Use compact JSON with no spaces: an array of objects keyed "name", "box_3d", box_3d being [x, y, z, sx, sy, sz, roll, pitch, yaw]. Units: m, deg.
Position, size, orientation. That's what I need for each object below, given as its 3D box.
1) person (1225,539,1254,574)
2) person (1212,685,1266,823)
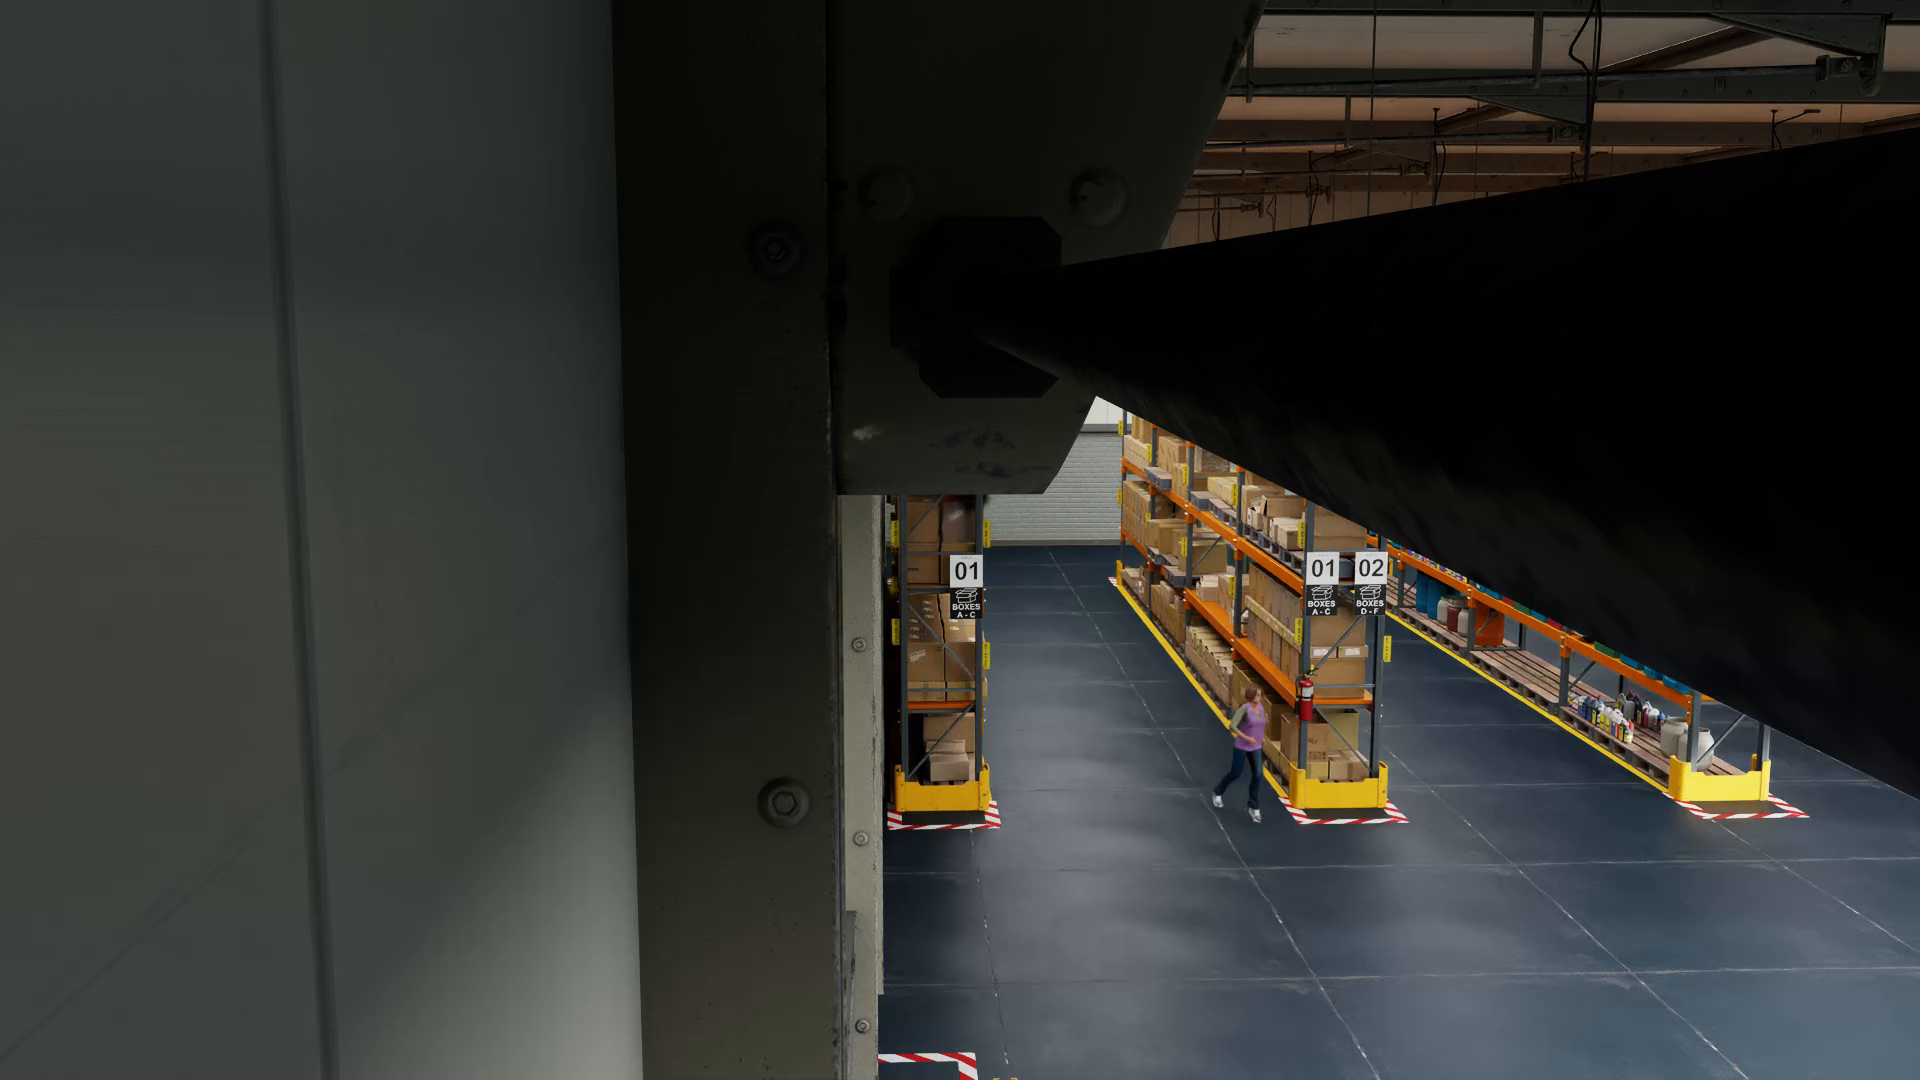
[{"name":"person","box_3d":[5.992,0.243,35.481,0.674,1.764,0.793,-2,9,-15]},{"name":"person","box_3d":[3.533,2.563,20.319,0.609,1.593,0.817,-4,10,-27]}]
